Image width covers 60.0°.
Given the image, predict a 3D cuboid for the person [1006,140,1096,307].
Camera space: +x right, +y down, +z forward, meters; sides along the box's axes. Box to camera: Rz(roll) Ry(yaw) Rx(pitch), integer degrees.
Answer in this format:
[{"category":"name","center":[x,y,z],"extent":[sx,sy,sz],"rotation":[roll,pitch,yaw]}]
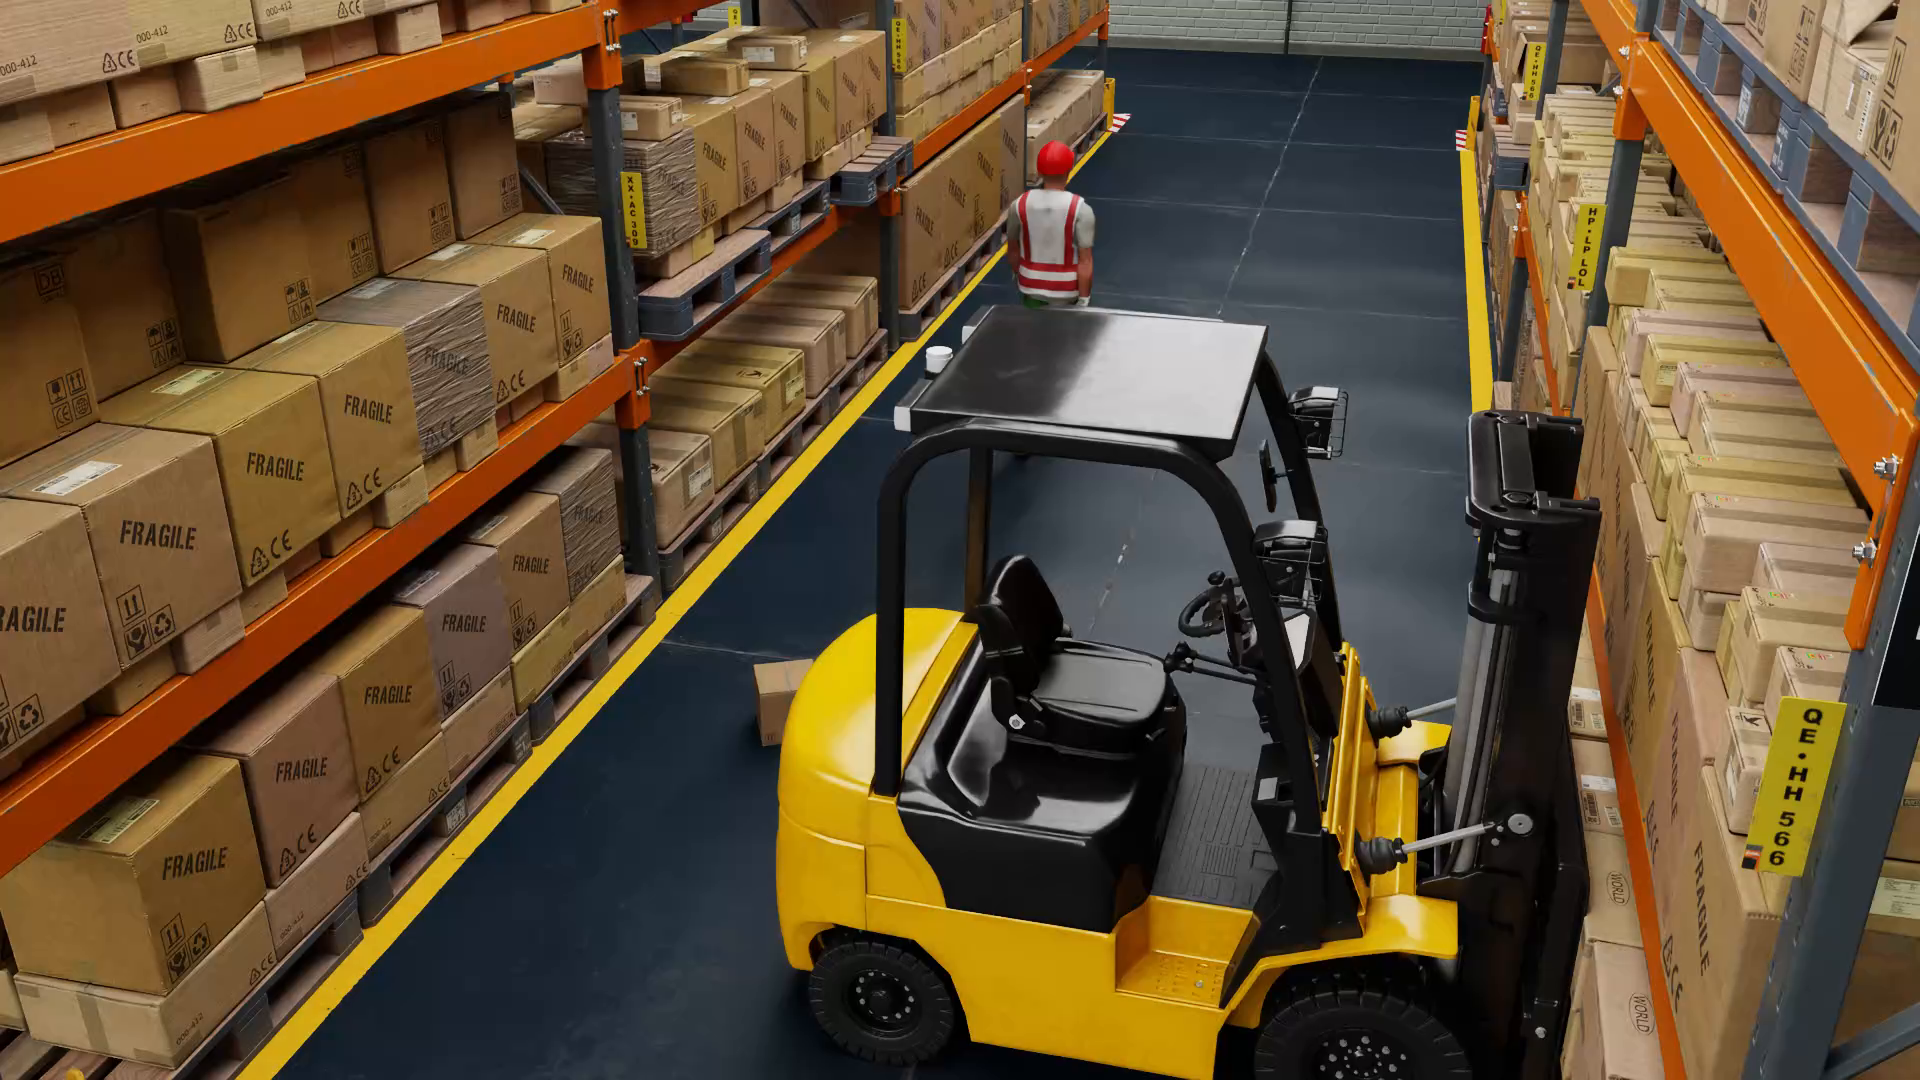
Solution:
[{"category":"person","center":[0.539,-1.483,9.758],"extent":[0.547,1.747,1.035],"rotation":[6,26,13]}]
